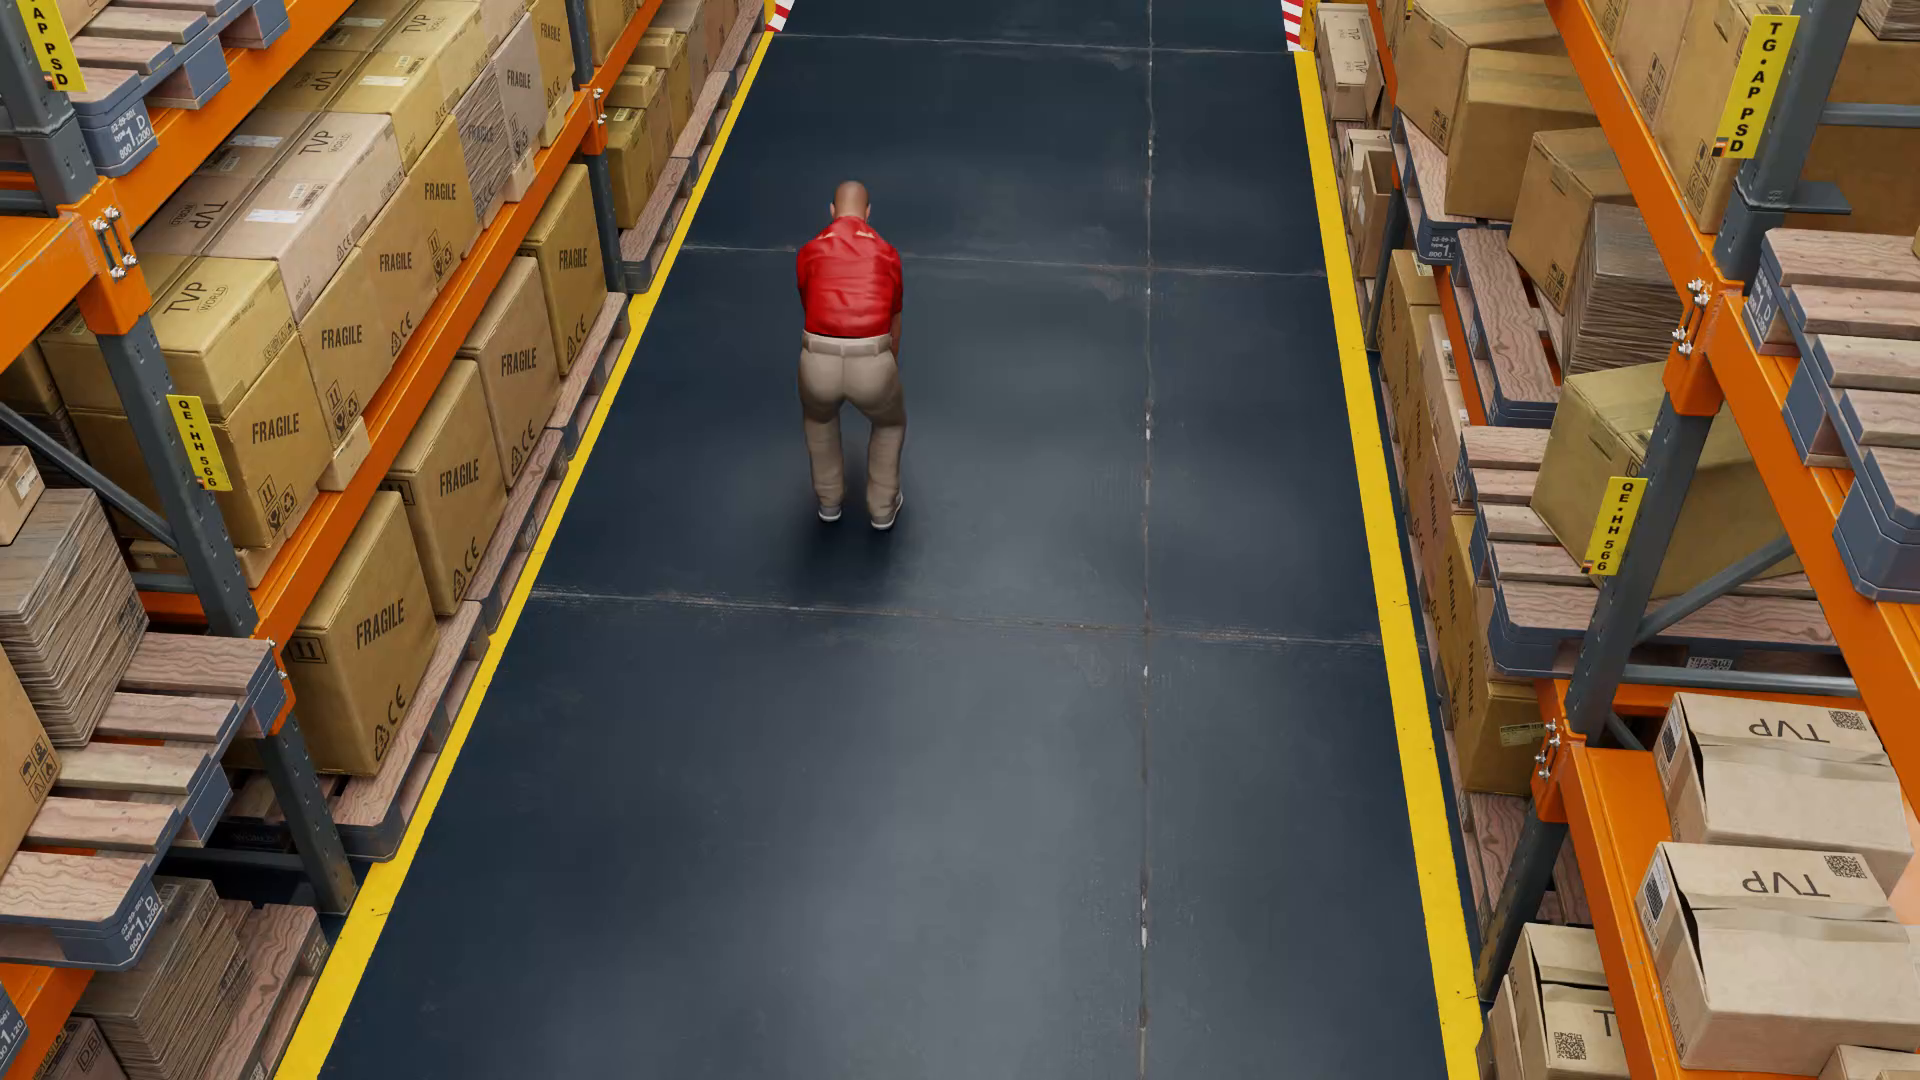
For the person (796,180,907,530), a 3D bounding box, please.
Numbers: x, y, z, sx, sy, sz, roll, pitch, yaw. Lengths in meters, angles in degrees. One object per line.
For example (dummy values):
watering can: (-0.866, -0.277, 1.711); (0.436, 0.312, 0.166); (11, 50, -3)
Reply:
person: (-0.473, -0.792, 7.371); (0.490, 1.413, 0.844); (2, 40, 3)
